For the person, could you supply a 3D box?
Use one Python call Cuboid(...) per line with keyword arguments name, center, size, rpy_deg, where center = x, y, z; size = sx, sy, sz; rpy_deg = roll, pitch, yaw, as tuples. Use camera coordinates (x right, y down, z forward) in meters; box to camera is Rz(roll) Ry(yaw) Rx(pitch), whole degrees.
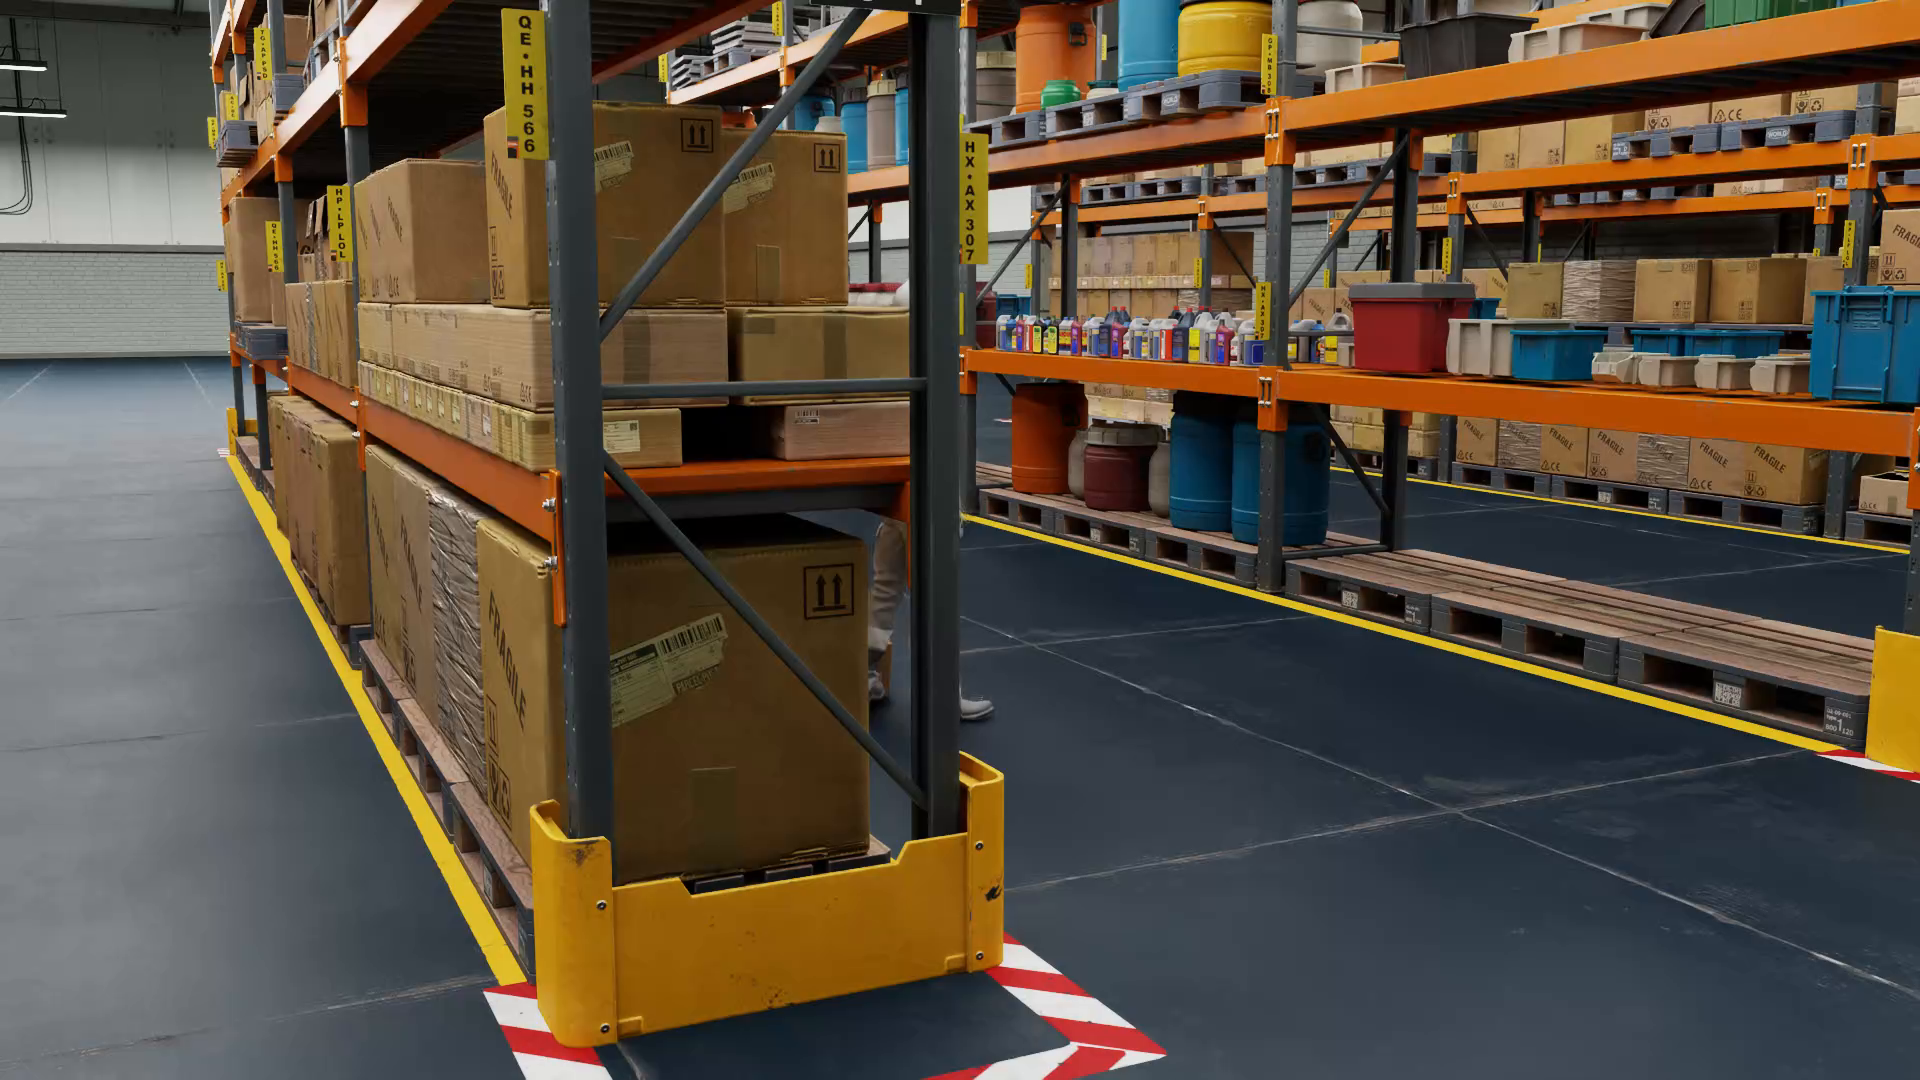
Cuboid(name="person", center=(-0.172, -0.151, 6.761), size=(0.577, 1.788, 0.721), rpy_deg=(-2, 9, -16))
